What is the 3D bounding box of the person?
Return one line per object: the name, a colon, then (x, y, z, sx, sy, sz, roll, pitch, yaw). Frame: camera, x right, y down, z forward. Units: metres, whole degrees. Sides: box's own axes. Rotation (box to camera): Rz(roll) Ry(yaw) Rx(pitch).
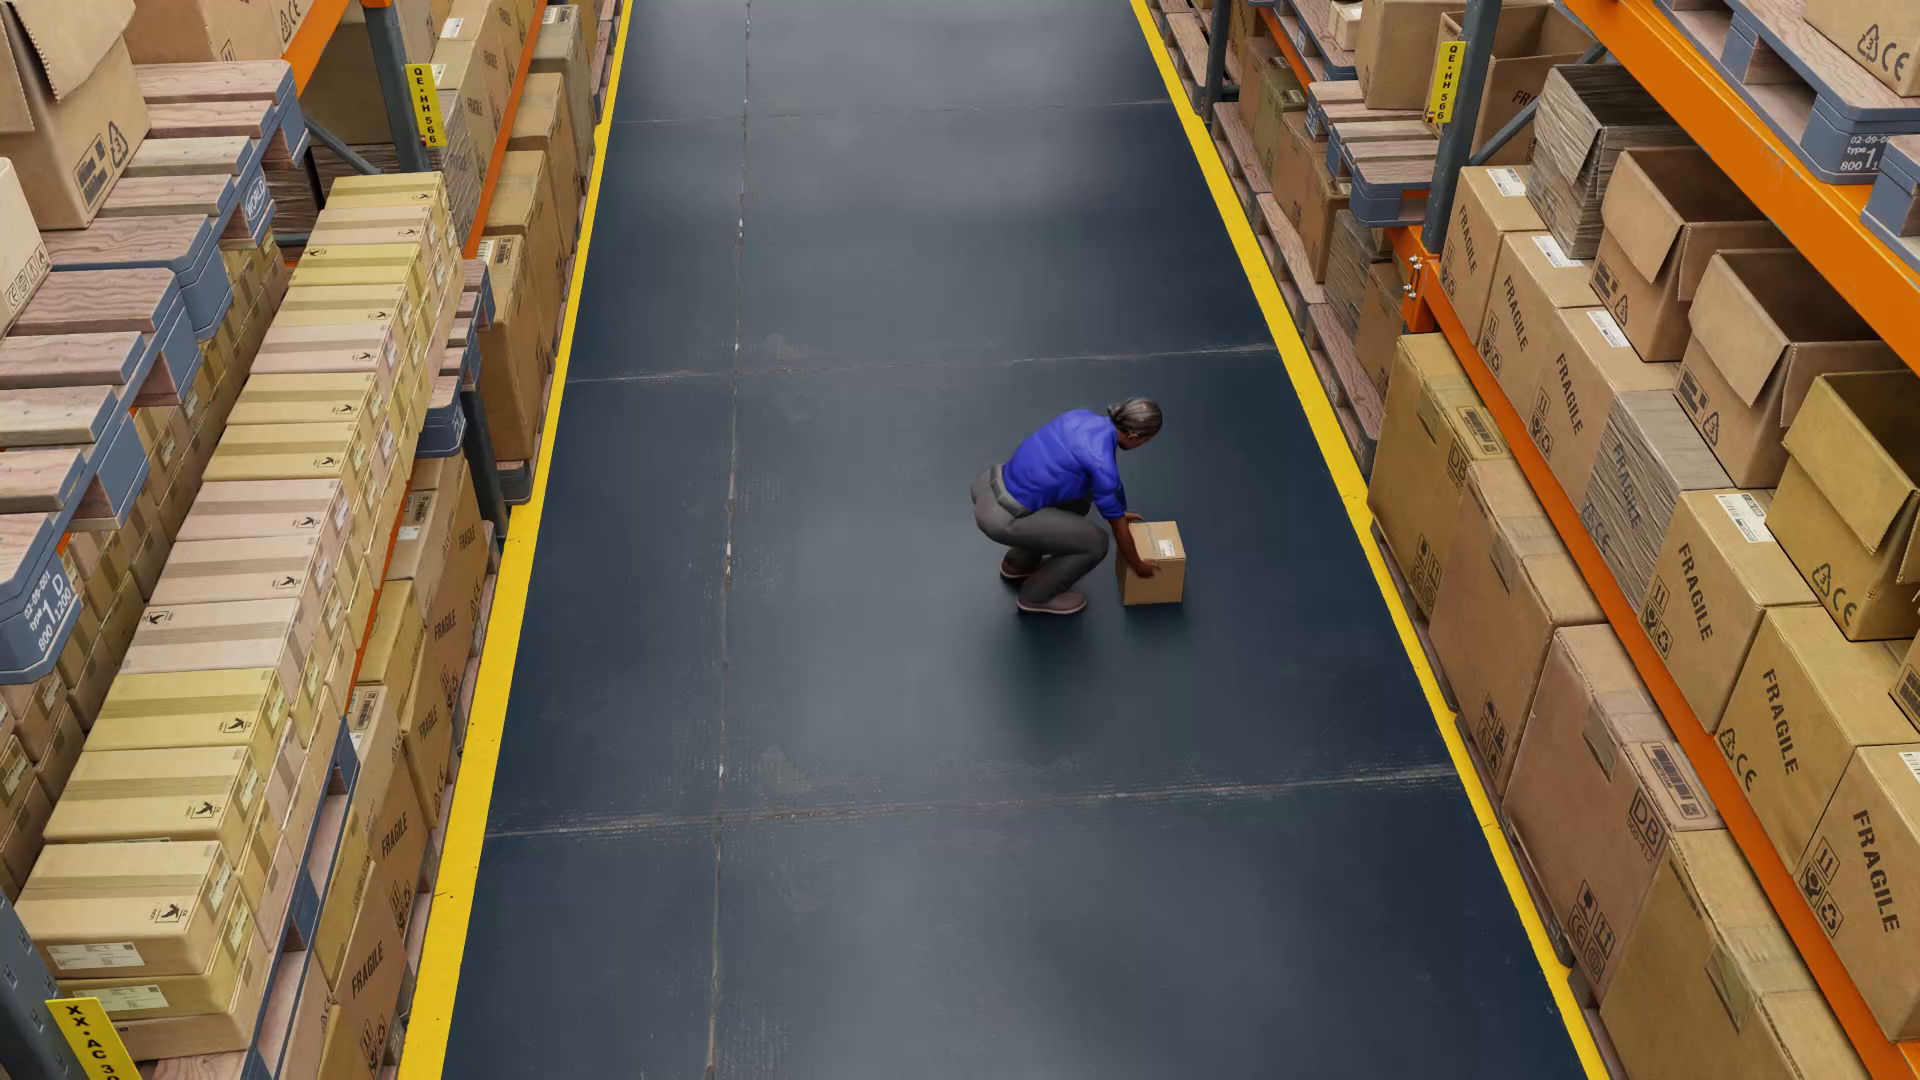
person: (0.442, -0.160, 6.931, 0.799, 0.932, 0.475, -3, 39, -4)
